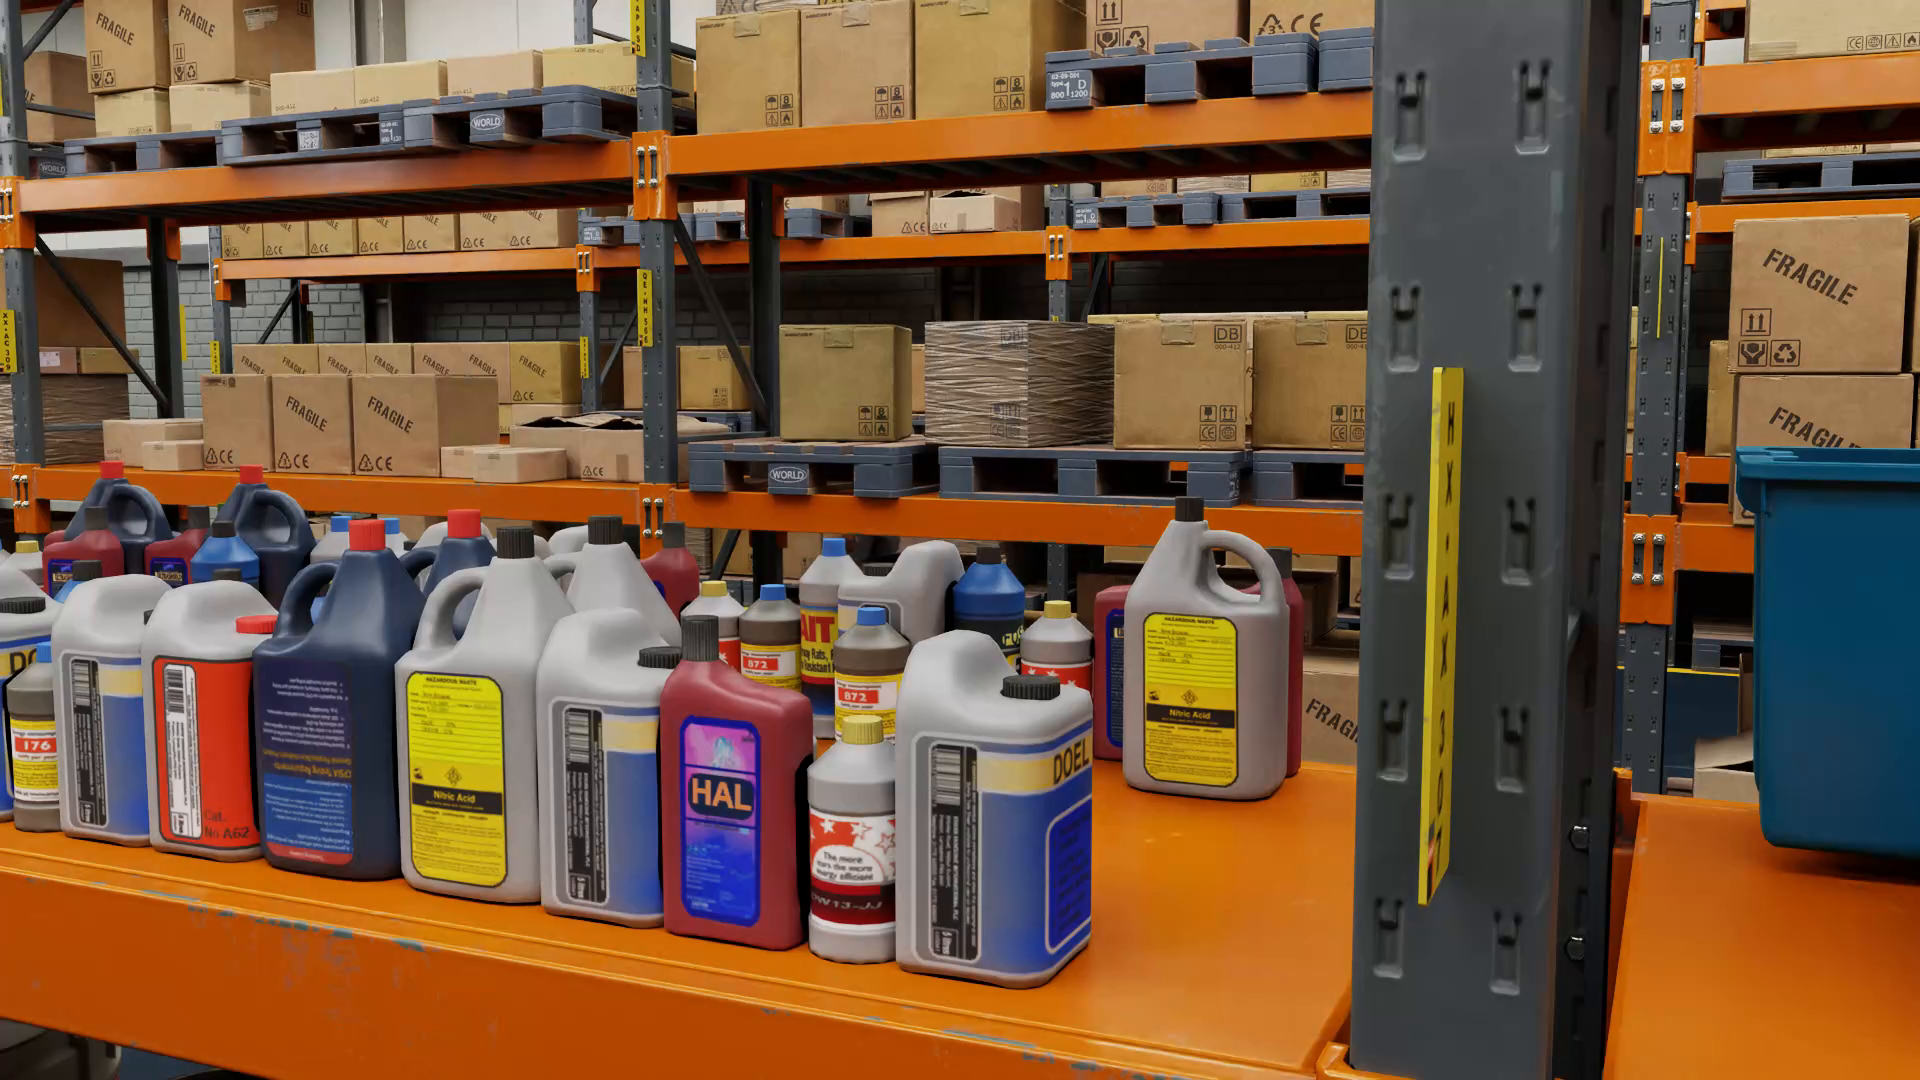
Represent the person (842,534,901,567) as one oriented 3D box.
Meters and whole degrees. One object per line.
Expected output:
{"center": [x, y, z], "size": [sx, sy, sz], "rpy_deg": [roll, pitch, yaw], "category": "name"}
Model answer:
{"center": [-0.634, -0.072, 10.351], "size": [0.638, 1.651, 0.441], "rpy_deg": [-4, 7, -32], "category": "person"}
